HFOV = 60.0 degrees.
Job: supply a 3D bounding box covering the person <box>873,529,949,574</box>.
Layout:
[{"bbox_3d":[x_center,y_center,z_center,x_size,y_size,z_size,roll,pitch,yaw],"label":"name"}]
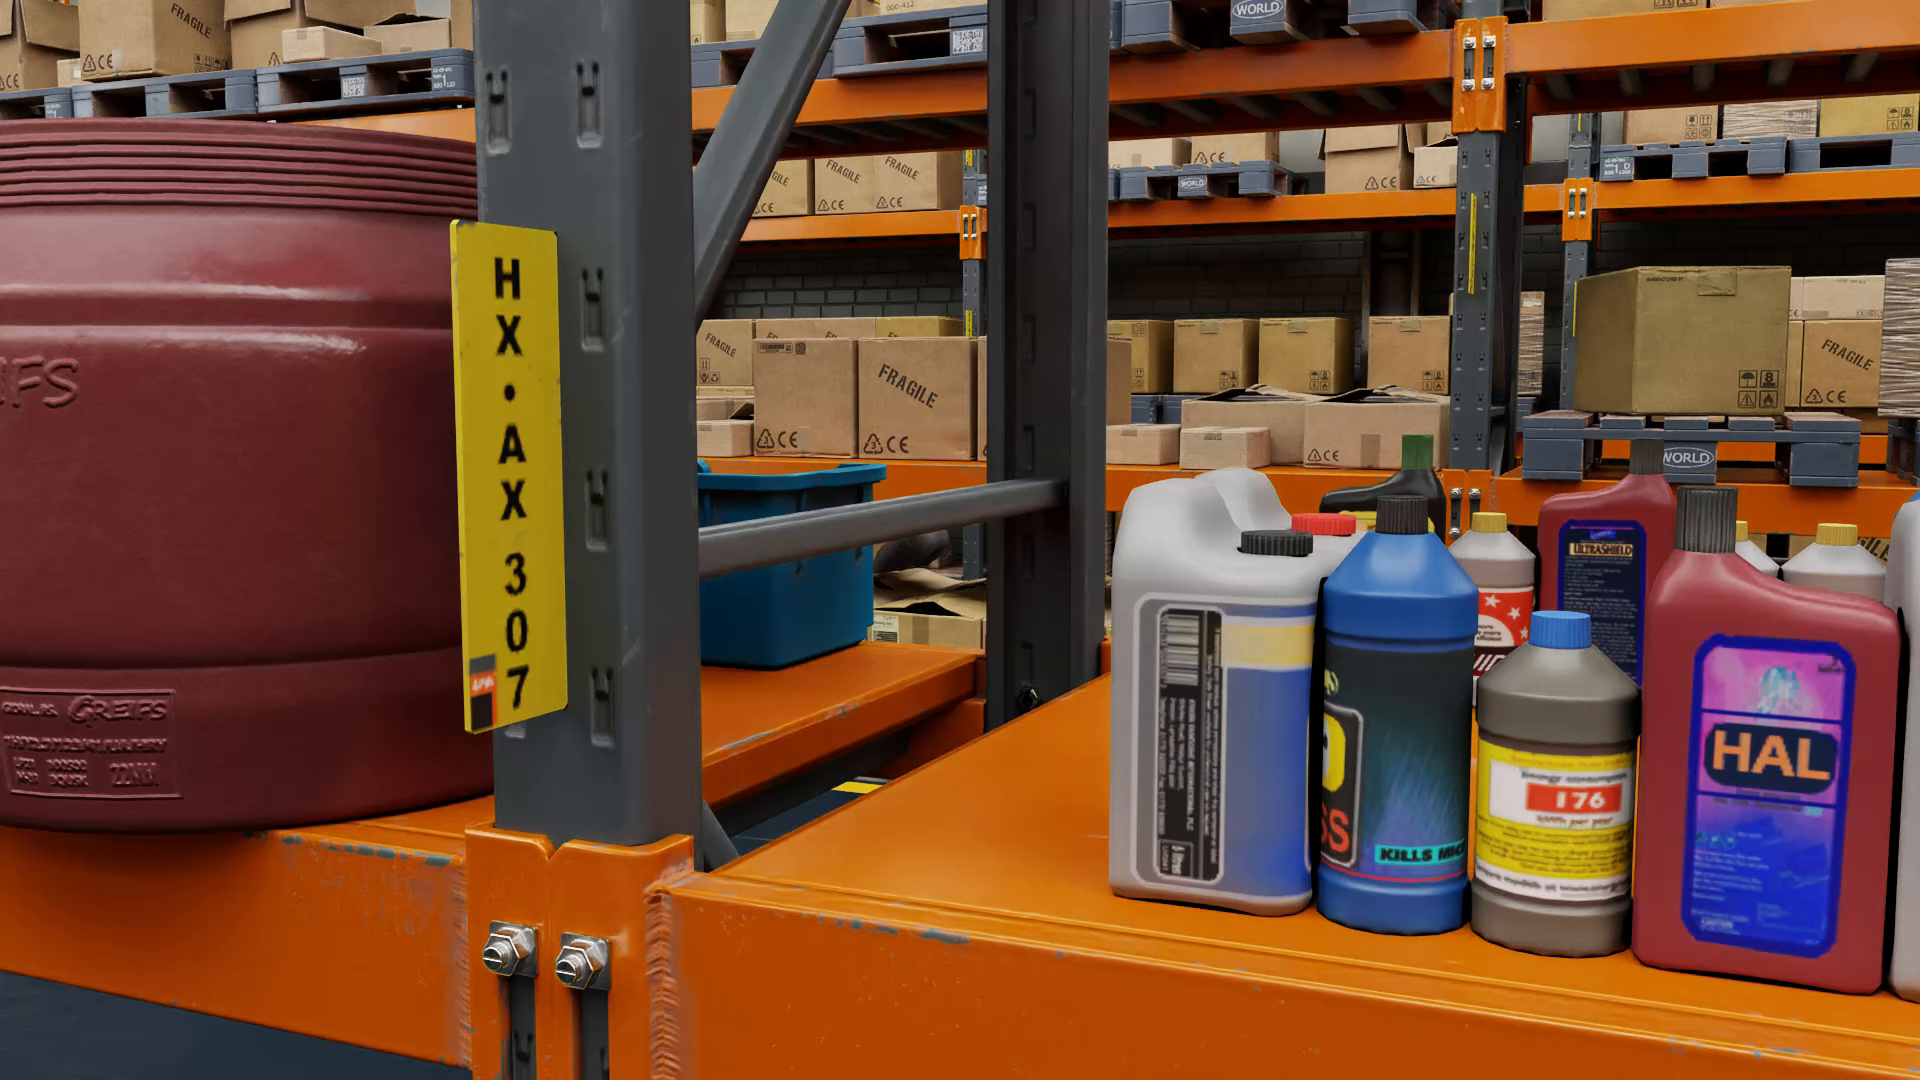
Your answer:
[{"bbox_3d":[-0.495,0.185,9.550,0.857,1.048,0.452,2,6,21],"label":"person"}]
